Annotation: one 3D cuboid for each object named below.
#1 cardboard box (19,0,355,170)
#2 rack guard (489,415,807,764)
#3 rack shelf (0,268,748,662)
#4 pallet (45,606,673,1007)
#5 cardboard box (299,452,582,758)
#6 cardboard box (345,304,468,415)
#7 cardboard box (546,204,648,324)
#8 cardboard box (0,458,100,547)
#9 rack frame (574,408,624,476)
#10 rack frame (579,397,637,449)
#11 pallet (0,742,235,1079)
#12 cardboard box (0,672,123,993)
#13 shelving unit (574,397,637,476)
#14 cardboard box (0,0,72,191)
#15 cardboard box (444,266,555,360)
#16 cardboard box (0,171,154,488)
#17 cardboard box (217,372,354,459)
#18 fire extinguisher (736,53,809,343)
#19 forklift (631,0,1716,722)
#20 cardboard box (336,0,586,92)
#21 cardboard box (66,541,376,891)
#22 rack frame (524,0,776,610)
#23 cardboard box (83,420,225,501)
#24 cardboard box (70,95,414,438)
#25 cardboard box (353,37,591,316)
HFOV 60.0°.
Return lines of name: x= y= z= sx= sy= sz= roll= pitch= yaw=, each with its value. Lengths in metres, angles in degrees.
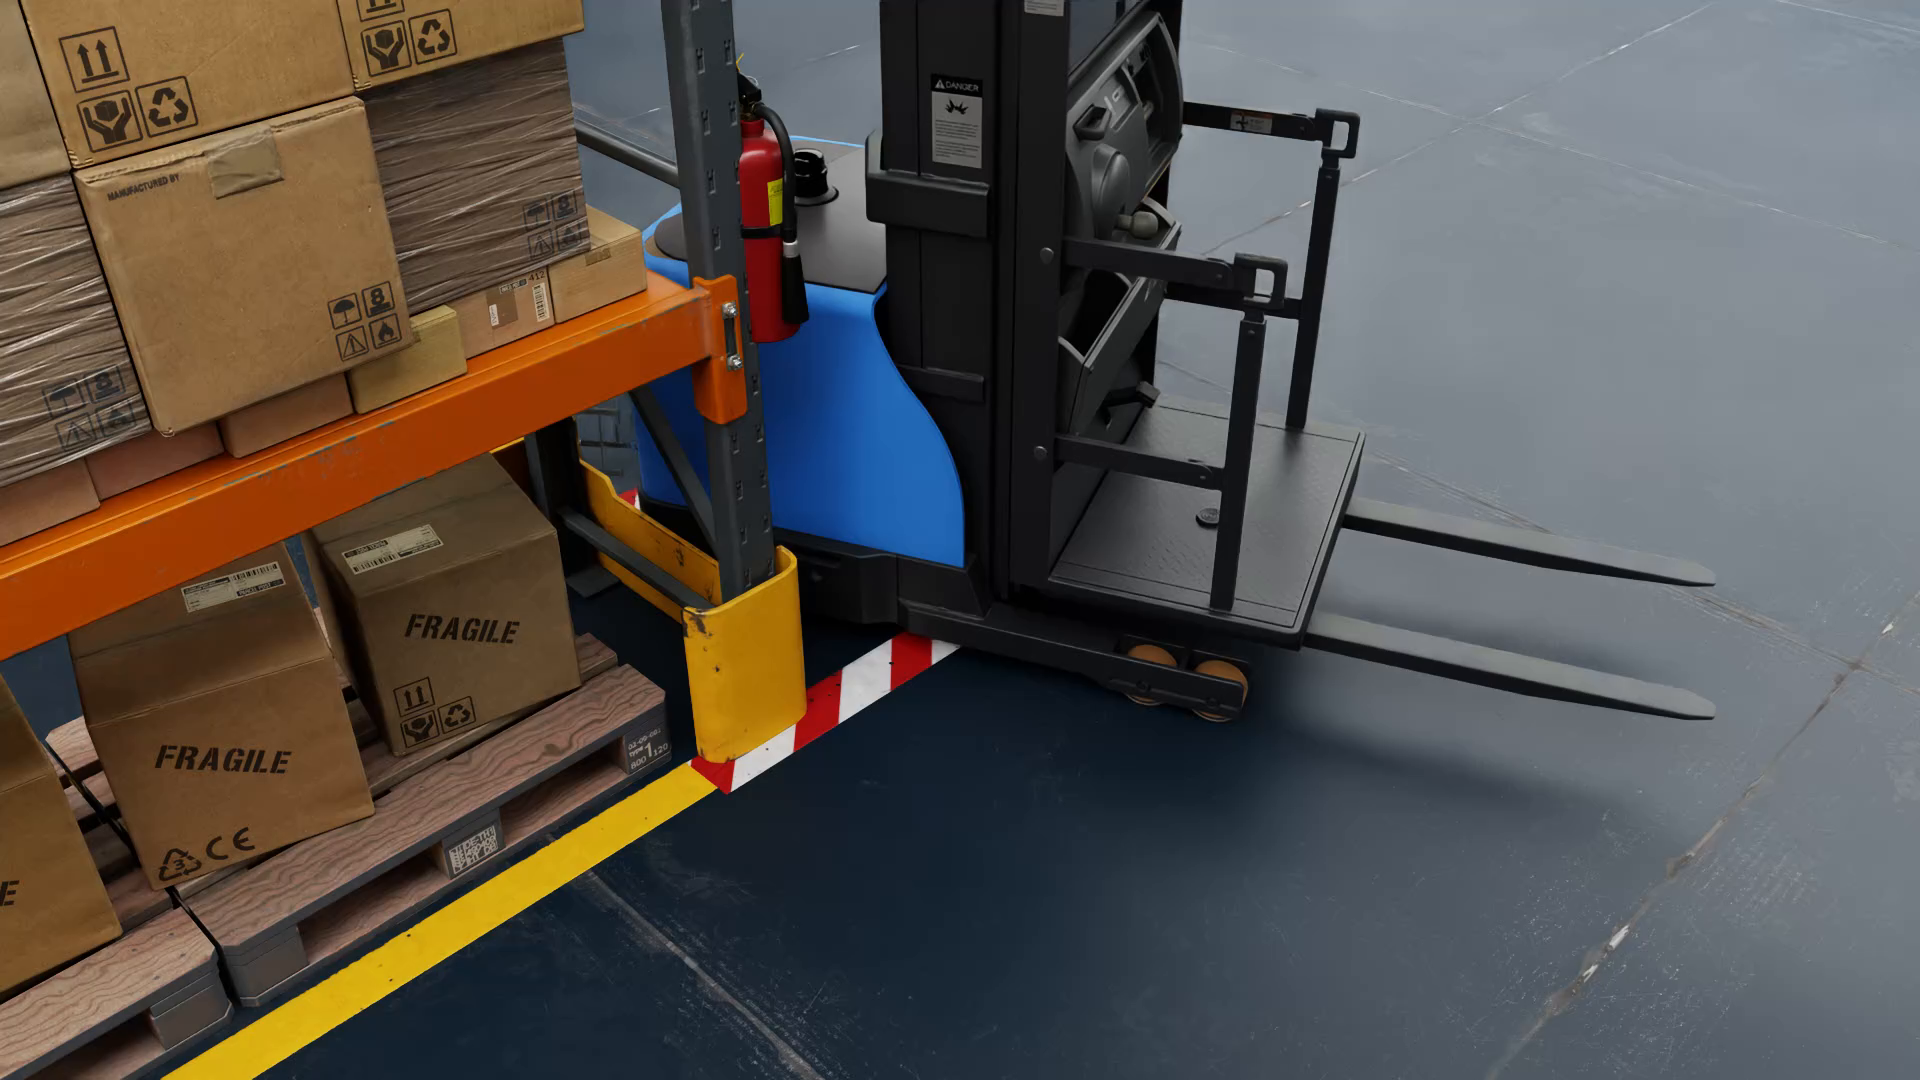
cardboard box: x=-1.436 y=-1.004 z=2.846 sx=0.500 sy=0.500 sz=0.500 roll=30 pitch=45 yaw=35
rack guard: x=-0.930 y=0.097 z=4.674 sx=1.175 sy=0.500 sz=0.348 roll=30 pitch=45 yaw=35
rack shelf: x=-2.285 y=0.148 z=3.045 sx=1.077 sy=0.370 sz=4.000 roll=30 pitch=45 yaw=35
pallet: x=-1.527 y=0.531 z=4.304 sx=1.003 sy=0.211 sz=1.213 roll=30 pitch=45 yaw=35
cardboard box: x=-1.328 y=0.140 z=4.245 sx=0.500 sy=0.500 sz=0.500 roll=-21 pitch=40 yaw=-28
cardboard box: x=-1.247 y=-0.434 z=3.470 sx=0.380 sy=0.149 sz=0.250 roll=30 pitch=45 yaw=35
cardboard box: x=-0.930 y=-0.657 z=3.790 sx=0.380 sy=0.149 sz=0.250 roll=30 pitch=45 yaw=35
cardboard box: x=-1.799 y=-0.143 z=3.053 sx=0.380 sy=0.149 sz=0.250 roll=30 pitch=45 yaw=35
rack frame: x=-1.554 y=-0.337 z=5.430 sx=0.900 sy=0.240 sz=0.006 roll=3 pitch=30 yaw=1
rack frame: x=-1.546 y=-0.437 z=5.607 sx=0.900 sy=0.240 sz=0.006 roll=3 pitch=30 yaw=1
pallet: x=-2.387 y=1.024 z=3.598 sx=1.003 sy=0.211 sz=1.213 roll=30 pitch=45 yaw=35
cardboard box: x=-2.179 y=0.643 z=3.523 sx=0.500 sy=0.500 sz=0.500 roll=-25 pitch=42 yaw=-32
shelving unit: x=-1.550 y=-0.387 z=5.518 sx=0.900 sy=0.258 sz=0.210 roll=3 pitch=30 yaw=1
cardboard box: x=-1.791 y=-0.802 z=2.557 sx=0.500 sy=0.500 sz=0.500 roll=30 pitch=45 yaw=35
cardboard box: x=-1.107 y=-0.556 z=3.645 sx=0.380 sy=0.149 sz=0.250 roll=30 pitch=45 yaw=35
cardboard box: x=-1.933 y=-0.473 z=2.959 sx=0.875 sy=0.500 sz=0.500 roll=30 pitch=45 yaw=35
cardboard box: x=-1.434 y=-0.339 z=3.333 sx=0.380 sy=0.149 sz=0.250 roll=30 pitch=45 yaw=35
fire extinguisher: x=-0.468 y=-0.788 z=3.826 sx=0.296 sy=0.674 sz=0.183 roll=30 pitch=45 yaw=35
forklift: x=0.613 y=-1.051 z=4.195 sx=3.031 sy=2.935 sz=1.130 roll=12 pitch=37 yaw=17
cardboard box: x=-1.088 y=-1.210 z=3.141 sx=0.500 sy=0.500 sz=0.500 roll=30 pitch=45 yaw=35
cardboard box: x=-1.725 y=0.397 z=3.877 sx=0.500 sy=0.500 sz=0.500 roll=-18 pitch=39 yaw=-24
rack frame: x=-0.876 y=-0.959 z=4.003 sx=1.000 sy=3.000 sz=0.127 roll=30 pitch=45 yaw=35
cardboard box: x=-1.639 y=-0.254 z=3.212 sx=0.380 sy=0.149 sz=0.250 roll=30 pitch=45 yaw=35
cardboard box: x=-1.550 y=-0.659 z=3.225 sx=0.875 sy=0.500 sz=0.500 roll=30 pitch=45 yaw=35
cardboard box: x=-1.283 y=-0.910 z=3.585 sx=0.875 sy=0.500 sz=0.500 roll=30 pitch=45 yaw=35
